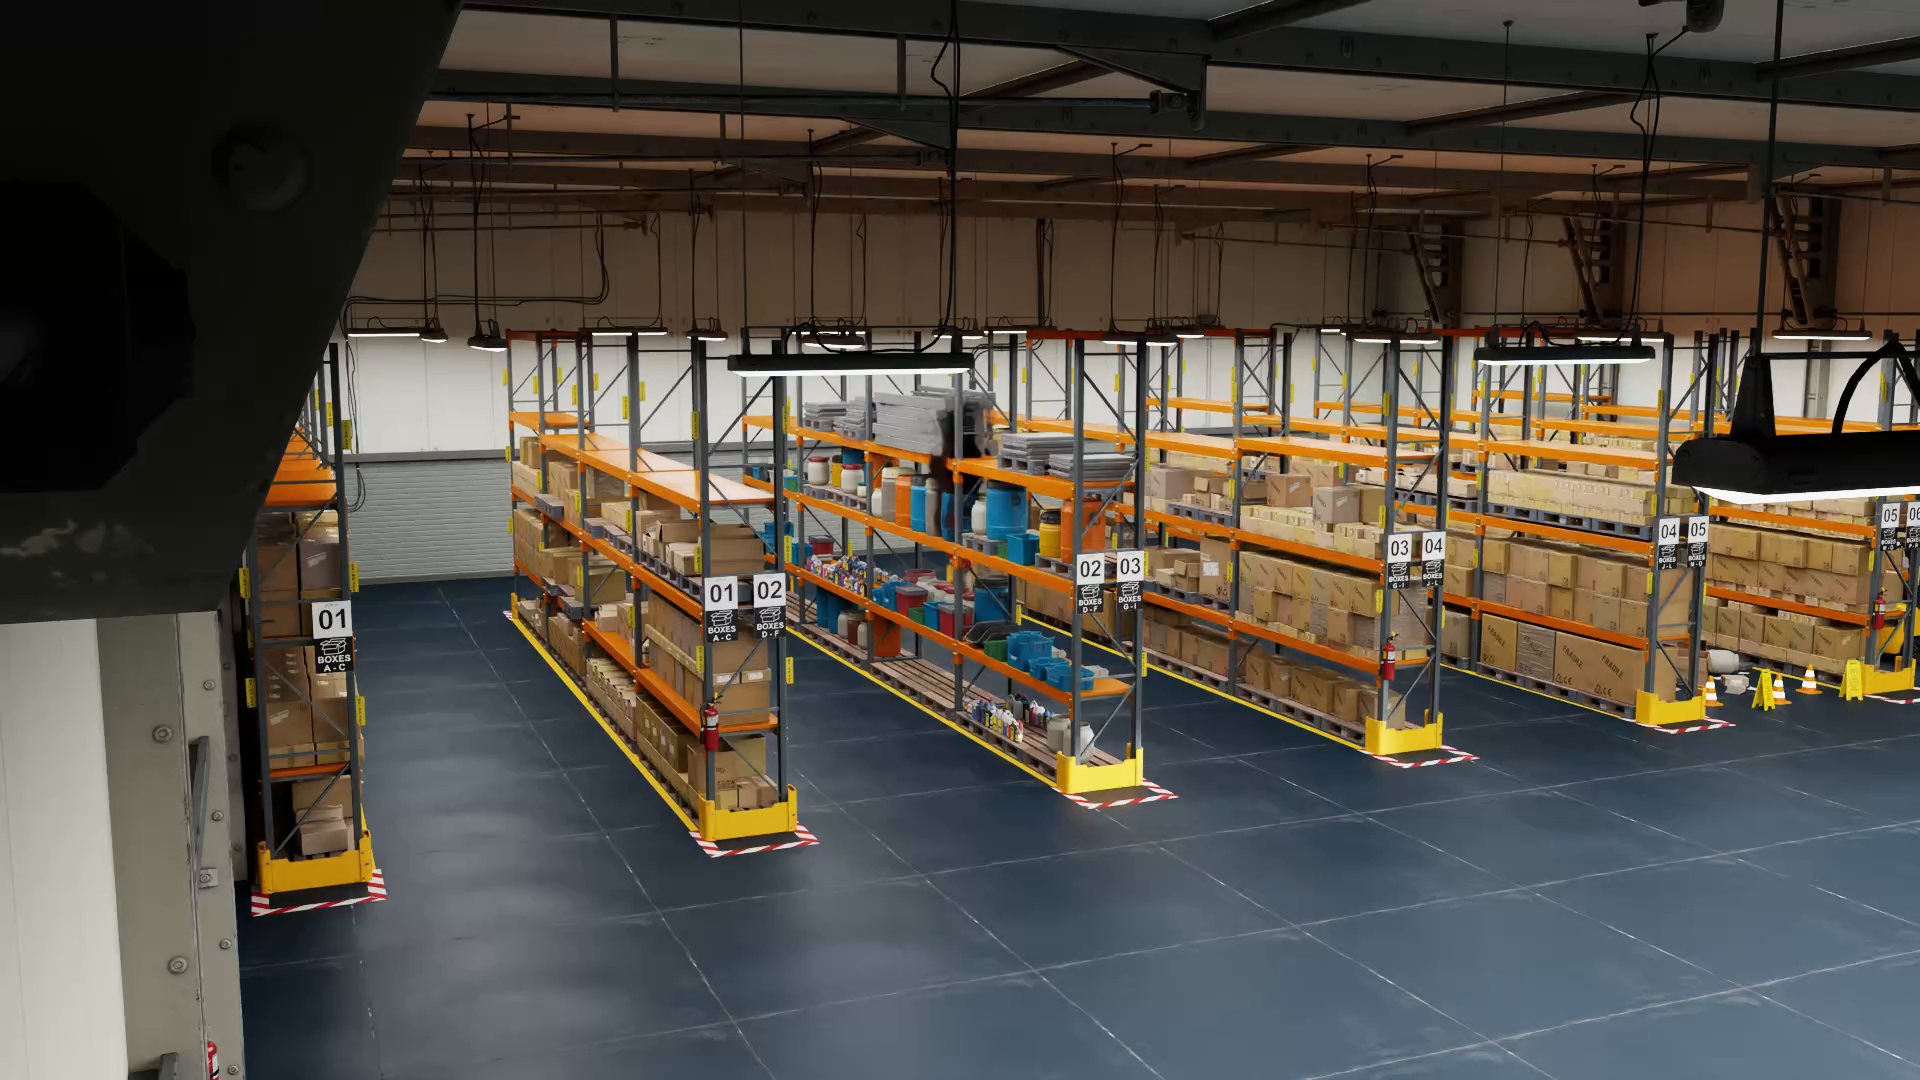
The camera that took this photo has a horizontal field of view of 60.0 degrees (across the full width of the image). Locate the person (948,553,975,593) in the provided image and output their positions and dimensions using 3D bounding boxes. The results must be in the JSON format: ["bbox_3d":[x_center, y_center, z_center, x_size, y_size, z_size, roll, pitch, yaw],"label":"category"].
[{"bbox_3d":[0.059,0.740,34.980,0.633,1.767,0.830,-2,8,-16],"label":"person"}]
